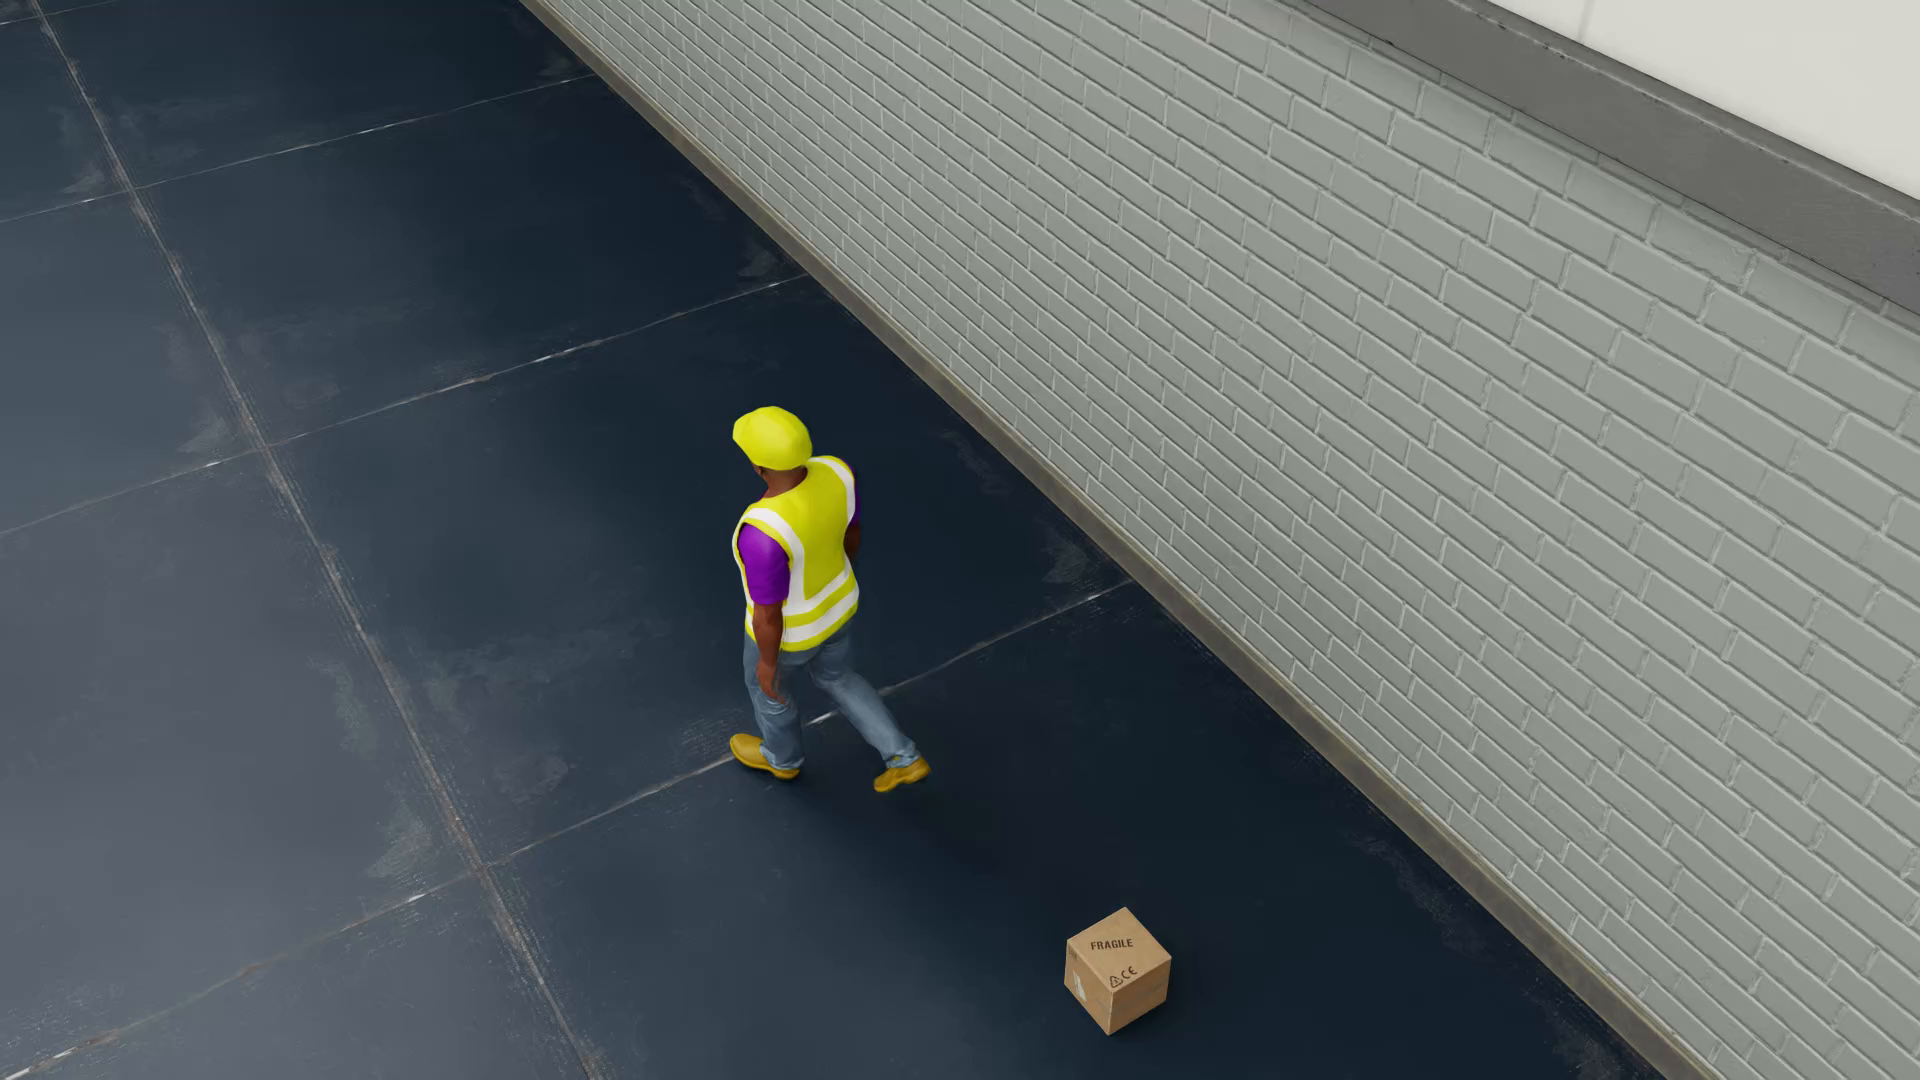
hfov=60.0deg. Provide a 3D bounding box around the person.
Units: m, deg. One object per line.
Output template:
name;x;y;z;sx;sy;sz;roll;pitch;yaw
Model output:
person;-0.496;0.268;5.815;0.850;1.744;0.583;25;46;26
